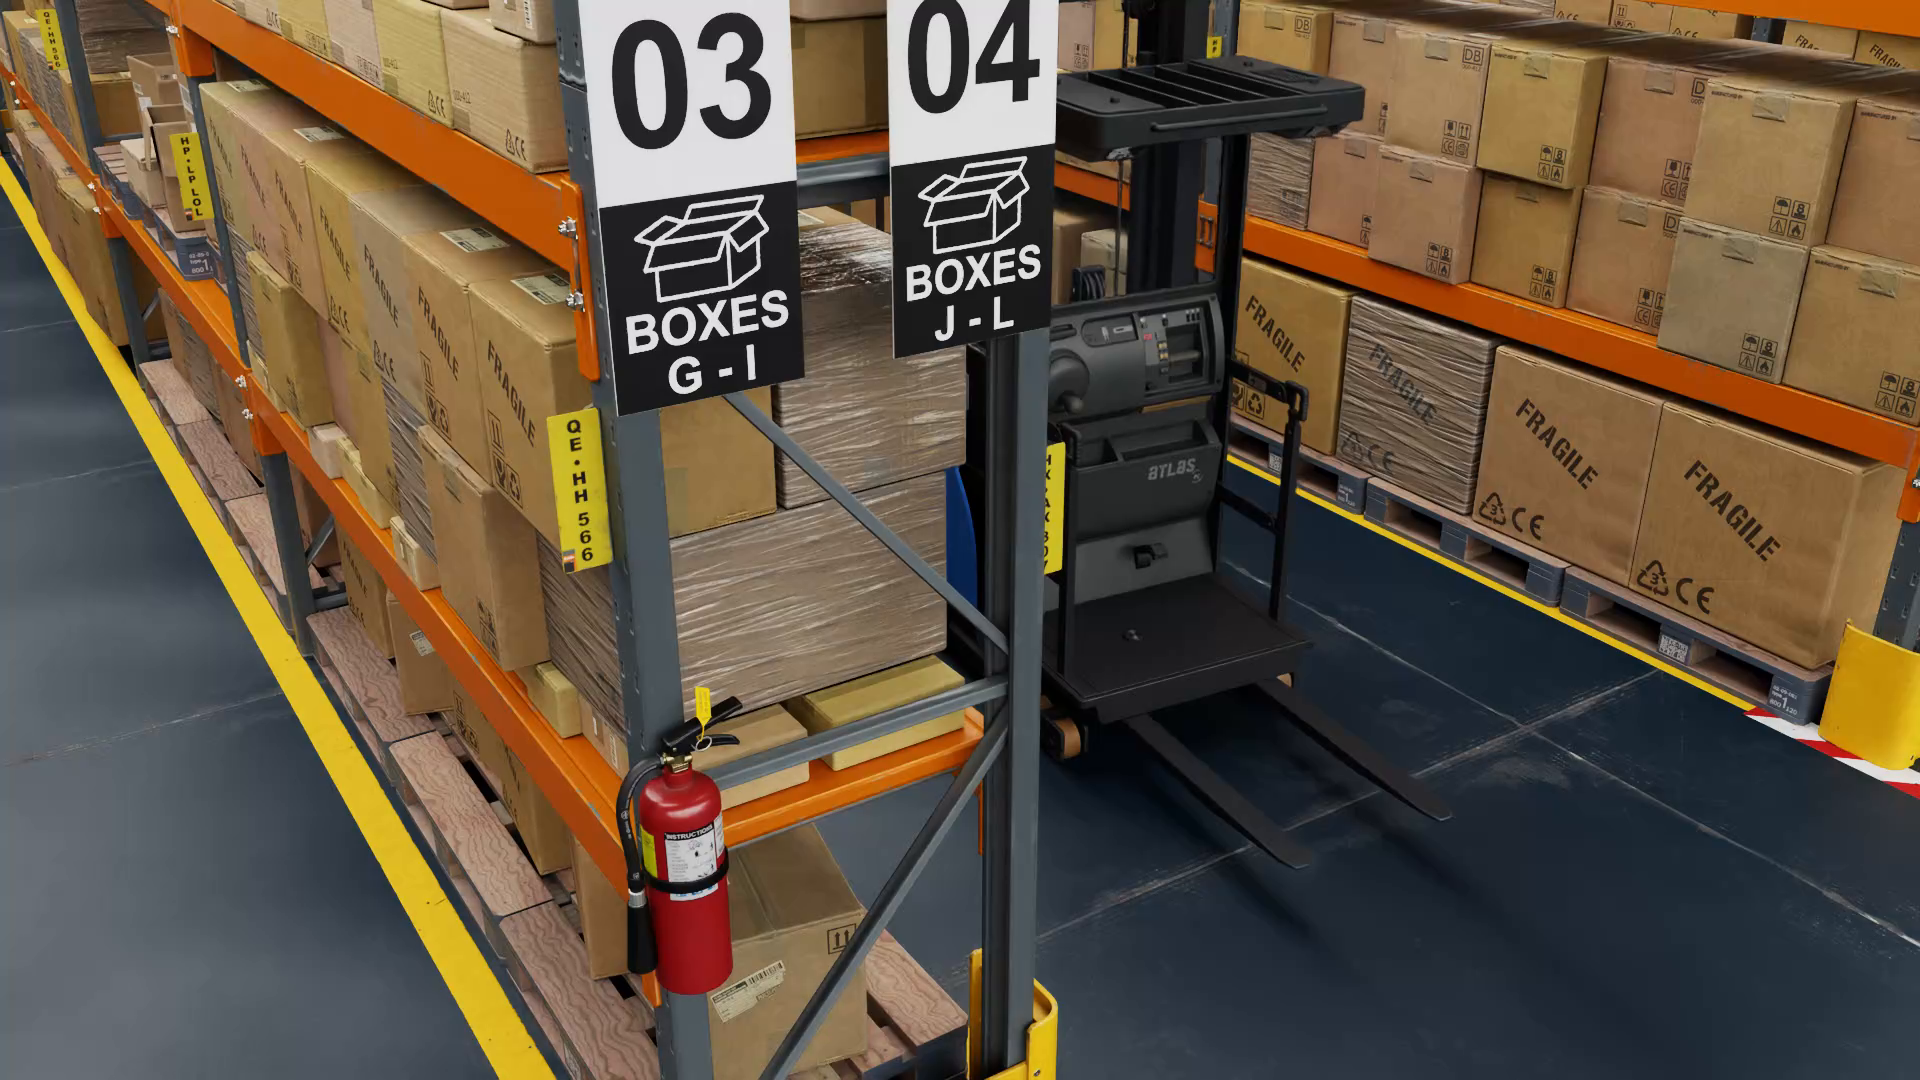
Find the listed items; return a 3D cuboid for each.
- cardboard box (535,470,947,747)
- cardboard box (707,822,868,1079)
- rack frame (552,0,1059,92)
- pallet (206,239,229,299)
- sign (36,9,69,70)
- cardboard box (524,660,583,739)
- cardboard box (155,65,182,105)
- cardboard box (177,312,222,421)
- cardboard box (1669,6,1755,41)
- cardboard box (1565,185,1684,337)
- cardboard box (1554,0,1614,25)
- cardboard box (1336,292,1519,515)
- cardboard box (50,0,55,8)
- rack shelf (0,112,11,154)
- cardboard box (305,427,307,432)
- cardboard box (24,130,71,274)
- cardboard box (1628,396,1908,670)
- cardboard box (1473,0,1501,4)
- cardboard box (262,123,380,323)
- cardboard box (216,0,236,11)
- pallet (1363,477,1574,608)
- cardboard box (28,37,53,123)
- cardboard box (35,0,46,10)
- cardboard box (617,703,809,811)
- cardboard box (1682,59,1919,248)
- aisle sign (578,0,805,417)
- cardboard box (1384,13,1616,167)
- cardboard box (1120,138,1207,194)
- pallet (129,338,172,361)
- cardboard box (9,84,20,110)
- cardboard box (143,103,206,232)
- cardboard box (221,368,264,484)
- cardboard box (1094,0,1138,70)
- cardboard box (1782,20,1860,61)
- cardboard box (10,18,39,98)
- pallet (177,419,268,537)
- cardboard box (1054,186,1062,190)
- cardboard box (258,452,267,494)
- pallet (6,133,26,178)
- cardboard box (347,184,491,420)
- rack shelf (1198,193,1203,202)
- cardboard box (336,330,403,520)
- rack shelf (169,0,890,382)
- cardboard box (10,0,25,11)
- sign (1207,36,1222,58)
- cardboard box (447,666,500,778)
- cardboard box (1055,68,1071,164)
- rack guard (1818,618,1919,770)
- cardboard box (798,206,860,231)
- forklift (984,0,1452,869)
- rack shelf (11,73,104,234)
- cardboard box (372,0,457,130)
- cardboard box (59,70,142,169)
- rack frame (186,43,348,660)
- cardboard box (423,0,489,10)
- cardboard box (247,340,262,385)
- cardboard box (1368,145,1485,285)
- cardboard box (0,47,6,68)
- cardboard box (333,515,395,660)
[{"bbox_3d":[-0.533,0.069,4.125,0.875,0.500,0.500,-16,29,-30],"label":"cardboard box"},{"bbox_3d":[-0.582,1.165,4.705,0.500,0.500,0.500,-10,27,-20],"label":"cardboard box"},{"bbox_3d":[-0.256,-2.261,2.499,1.000,3.000,0.127,-16,29,-30],"label":"rack frame"},{"bbox_3d":[-2.735,-1.200,7.502,1.003,0.211,1.213,-16,29,-30],"label":"pallet"},{"bbox_3d":[-5.086,-2.803,9.317,0.100,0.325,0.005,-16,29,-30],"label":"sign"},{"bbox_3d":[-0.900,0.344,4.301,0.380,0.149,0.250,-16,29,-30],"label":"cardboard box"},{"bbox_3d":[-3.906,-2.285,8.967,0.700,0.500,0.500,-11,27,-22],"label":"cardboard box"},{"bbox_3d":[-3.927,-1.048,9.369,0.700,0.500,0.500,-18,31,-34],"label":"cardboard box"},{"bbox_3d":[5.419,-3.770,11.765,0.500,0.500,0.500,-16,30,-31],"label":"cardboard box"},{"bbox_3d":[3.196,-1.279,7.270,0.875,0.550,0.550,-16,29,-30],"label":"cardboard box"},{"bbox_3d":[4.871,-4.133,12.534,0.500,0.500,0.500,-14,29,-28],"label":"cardboard box"},{"bbox_3d":[2.552,-0.765,8.354,0.875,0.875,0.875,-15,29,-29],"label":"cardboard box"},{"bbox_3d":[-5.362,-3.408,10.662,0.797,0.503,0.637,-15,29,-28],"label":"cardboard box"},{"bbox_3d":[-10.874,-0.711,6.243,15.819,3.000,15.968,-16,29,-30],"label":"rack shelf"},{"bbox_3d":[-2.144,-0.456,5.996,0.380,0.149,0.250,-16,29,-30],"label":"cardboard box"},{"bbox_3d":[-7.353,-3.655,13.757,1.225,1.489,5.750,-17,30,-31],"label":"cardboard box"},{"bbox_3d":[3.530,-0.124,6.997,0.875,0.875,0.875,-15,29,-29],"label":"cardboard box"},{"bbox_3d":[4.318,-4.501,13.313,0.500,0.500,0.500,-15,29,-29],"label":"cardboard box"},{"bbox_3d":[-1.860,-1.033,5.288,0.500,0.500,0.500,-16,29,-30],"label":"cardboard box"},{"bbox_3d":[-2.115,-1.859,5.336,0.500,0.250,0.500,-16,30,-30],"label":"cardboard box"},{"bbox_3d":[2.791,-0.111,8.237,1.003,0.211,1.213,-16,29,-30],"label":"pallet"},{"bbox_3d":[-5.930,-3.121,11.229,0.500,0.500,0.500,-15,29,-29],"label":"cardboard box"},{"bbox_3d":[-6.086,-3.865,11.630,0.797,0.503,0.637,-15,29,-29],"label":"cardboard box"},{"bbox_3d":[-0.584,0.511,3.947,0.380,0.149,0.250,-16,29,-30],"label":"cardboard box"},{"bbox_3d":[3.408,-1.541,6.560,0.875,0.550,0.550,-16,29,-30],"label":"cardboard box"},{"bbox_3d":[-0.473,-0.632,3.029,0.394,0.787,0.004,-16,29,-30],"label":"aisle sign"},{"bbox_3d":[2.522,-2.120,7.787,0.875,0.550,0.550,-16,29,-30],"label":"cardboard box"},{"bbox_3d":[1.263,-2.268,9.424,0.500,0.500,0.500,-16,29,-30],"label":"cardboard box"},{"bbox_3d":[-4.990,-1.448,11.071,1.003,0.211,1.213,-16,29,-30],"label":"pallet"},{"bbox_3d":[-8.077,-3.964,15.131,0.875,0.875,0.875,-16,29,-30],"label":"cardboard box"},{"bbox_3d":[-3.463,-1.814,7.966,0.797,0.503,0.637,-12,28,-24],"label":"cardboard box"},{"bbox_3d":[-3.307,-0.647,8.520,0.730,0.500,0.544,-16,30,-31],"label":"cardboard box"},{"bbox_3d":[1.213,-2.956,9.709,0.700,0.500,0.500,-16,30,-30],"label":"cardboard box"},{"bbox_3d":[5.871,-3.246,11.147,0.500,0.500,0.500,-16,29,-30],"label":"cardboard box"},{"bbox_3d":[-6.490,-3.483,11.998,0.500,0.500,0.500,-15,29,-29],"label":"cardboard box"},{"bbox_3d":[-3.536,-0.433,8.920,1.003,0.211,1.213,-16,29,-30],"label":"pallet"},{"bbox_3d":[0.325,-2.151,11.437,1.050,0.750,0.750,-15,29,-29],"label":"cardboard box"},{"bbox_3d":[-3.001,-0.447,8.096,0.700,0.500,0.500,-16,29,-30],"label":"cardboard box"},{"bbox_3d":[-10.994,-1.999,10.716,11.163,1.510,7.627,-16,29,-30],"label":"pallet"},{"bbox_3d":[-1.312,-0.676,4.532,0.500,0.500,0.500,-16,29,-30],"label":"cardboard box"},{"bbox_3d":[0.680,-2.577,10.809,0.919,0.124,3.809,-16,29,-30],"label":"rack shelf"},{"bbox_3d":[-1.505,-0.450,5.397,0.875,0.649,0.860,-16,29,-30],"label":"cardboard box"},{"bbox_3d":[-1.347,-1.295,4.808,1.077,0.370,4.000,-16,29,-30],"label":"rack shelf"},{"bbox_3d":[-7.281,-4.348,12.896,0.500,0.500,0.500,-15,29,-28],"label":"cardboard box"},{"bbox_3d":[1.322,-2.457,8.677,0.100,0.325,0.005,-16,29,-30],"label":"sign"},{"bbox_3d":[-1.531,0.521,6.070,0.500,0.500,0.500,-19,31,-34],"label":"cardboard box"},{"bbox_3d":[0.711,-2.630,10.190,0.500,0.500,0.500,-15,29,-29],"label":"cardboard box"},{"bbox_3d":[3.968,0.471,6.667,1.175,0.500,0.348,-16,29,-30],"label":"rack guard"},{"bbox_3d":[-0.595,-0.621,4.415,0.500,0.500,0.500,-16,29,-30],"label":"cardboard box"},{"bbox_3d":[0.714,-0.688,6.274,1.121,2.935,3.031,-12,28,-24],"label":"forklift"},{"bbox_3d":[-5.715,-2.800,11.510,1.077,0.370,4.000,-16,29,-30],"label":"rack shelf"},{"bbox_3d":[-1.007,-1.128,3.788,0.500,0.250,0.500,-15,29,-29],"label":"cardboard box"},{"bbox_3d":[-5.100,-2.574,10.071,0.500,0.500,0.500,-15,29,-28],"label":"cardboard box"},{"bbox_3d":[-2.439,-0.979,6.810,1.000,3.000,0.127,-16,29,-30],"label":"rack frame"},{"bbox_3d":[-0.954,-1.237,3.551,0.380,0.149,0.250,-17,30,-32],"label":"cardboard box"},{"bbox_3d":[-2.574,-0.718,6.552,0.380,0.149,0.250,-16,29,-30],"label":"cardboard box"},{"bbox_3d":[2.498,-1.625,8.004,0.875,0.550,0.550,-16,29,-30],"label":"cardboard box"},{"bbox_3d":[-7.388,-3.852,13.190,0.380,0.149,0.250,-15,29,-29],"label":"cardboard box"},{"bbox_3d":[-2.254,0.114,6.931,0.500,0.500,0.500,-17,30,-31],"label":"cardboard box"}]
